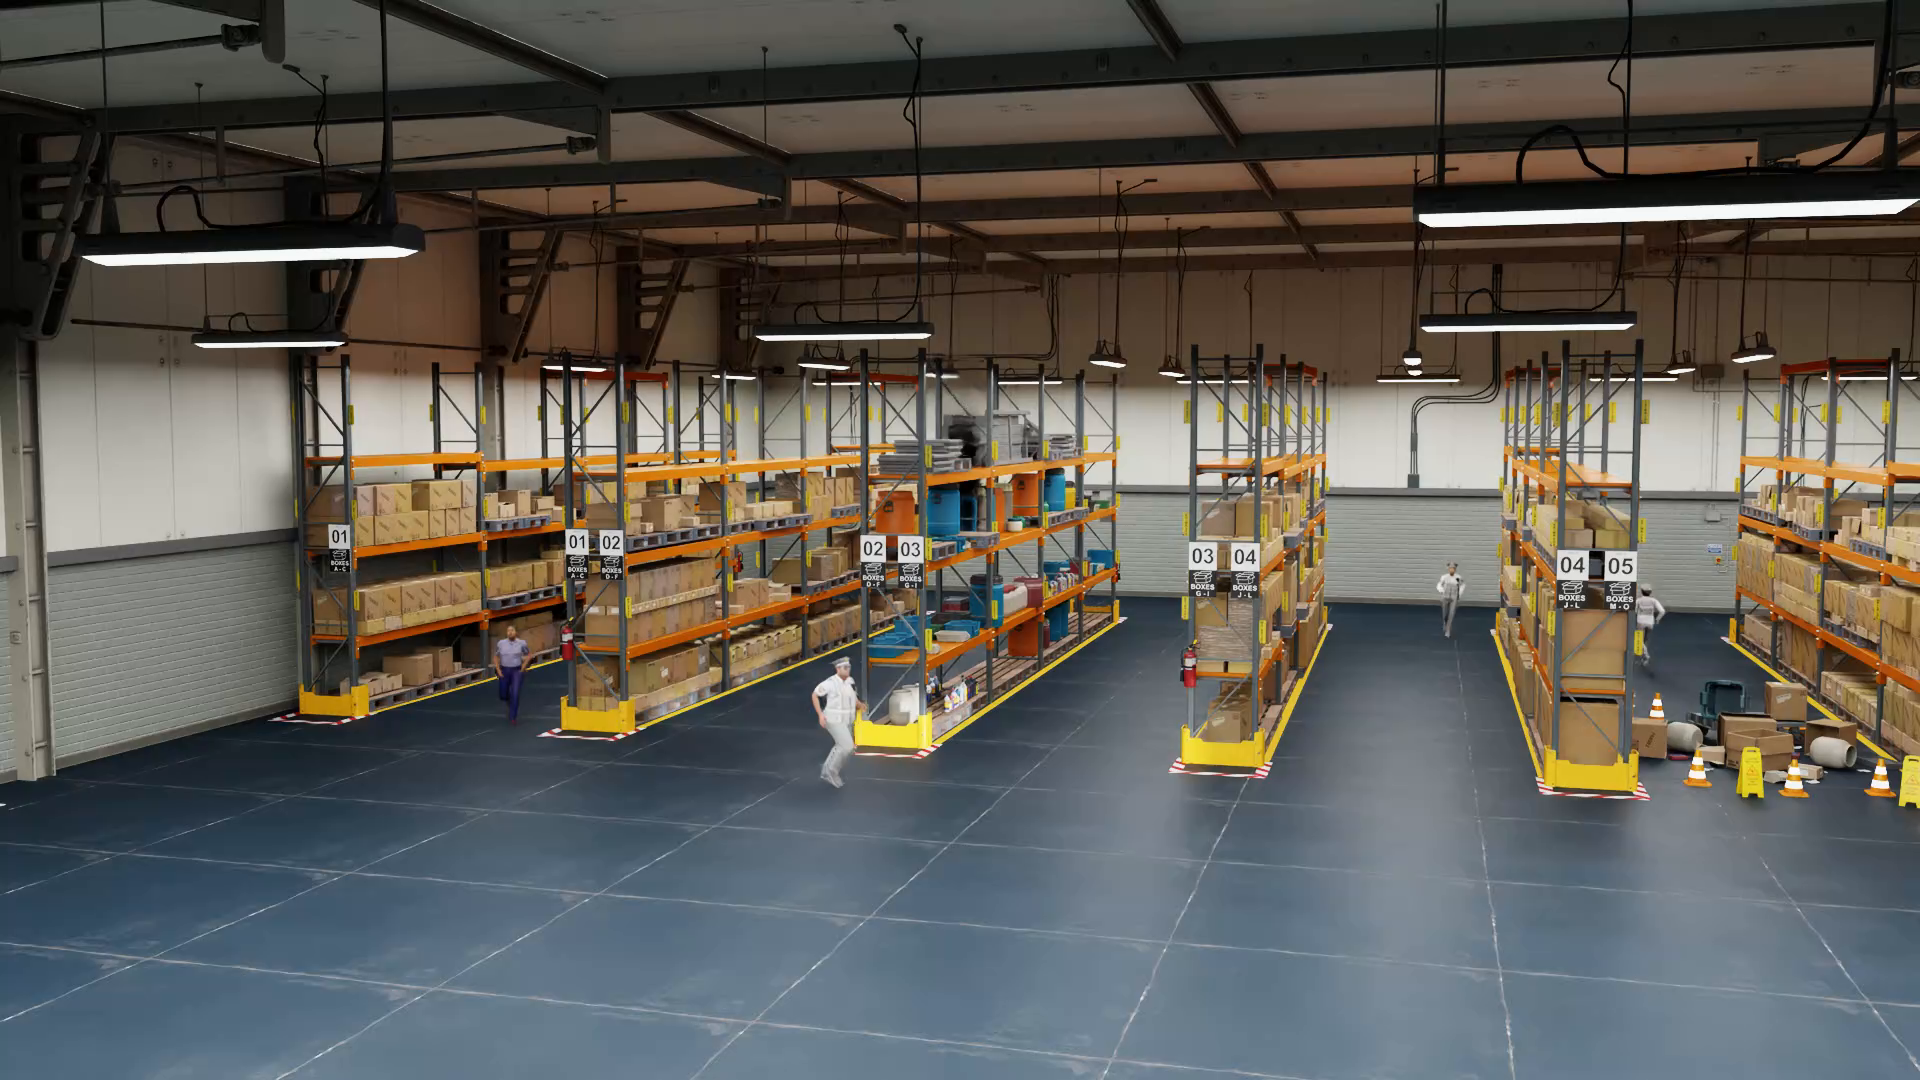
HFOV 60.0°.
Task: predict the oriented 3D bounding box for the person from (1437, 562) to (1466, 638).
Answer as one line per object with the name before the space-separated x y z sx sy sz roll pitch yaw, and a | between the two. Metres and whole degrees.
person | 11.149 1.339 37.757 0.622 1.692 0.878 1 4 17

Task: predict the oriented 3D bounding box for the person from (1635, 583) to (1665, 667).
person | 13.519 1.685 32.810 0.618 1.673 0.927 0 4 3

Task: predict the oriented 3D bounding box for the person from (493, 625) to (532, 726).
person | -7.316 2.190 27.190 0.607 1.615 0.810 0 4 -4

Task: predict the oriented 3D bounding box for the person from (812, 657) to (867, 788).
person | -1.586 2.451 22.396 0.781 1.780 0.631 3 5 34
